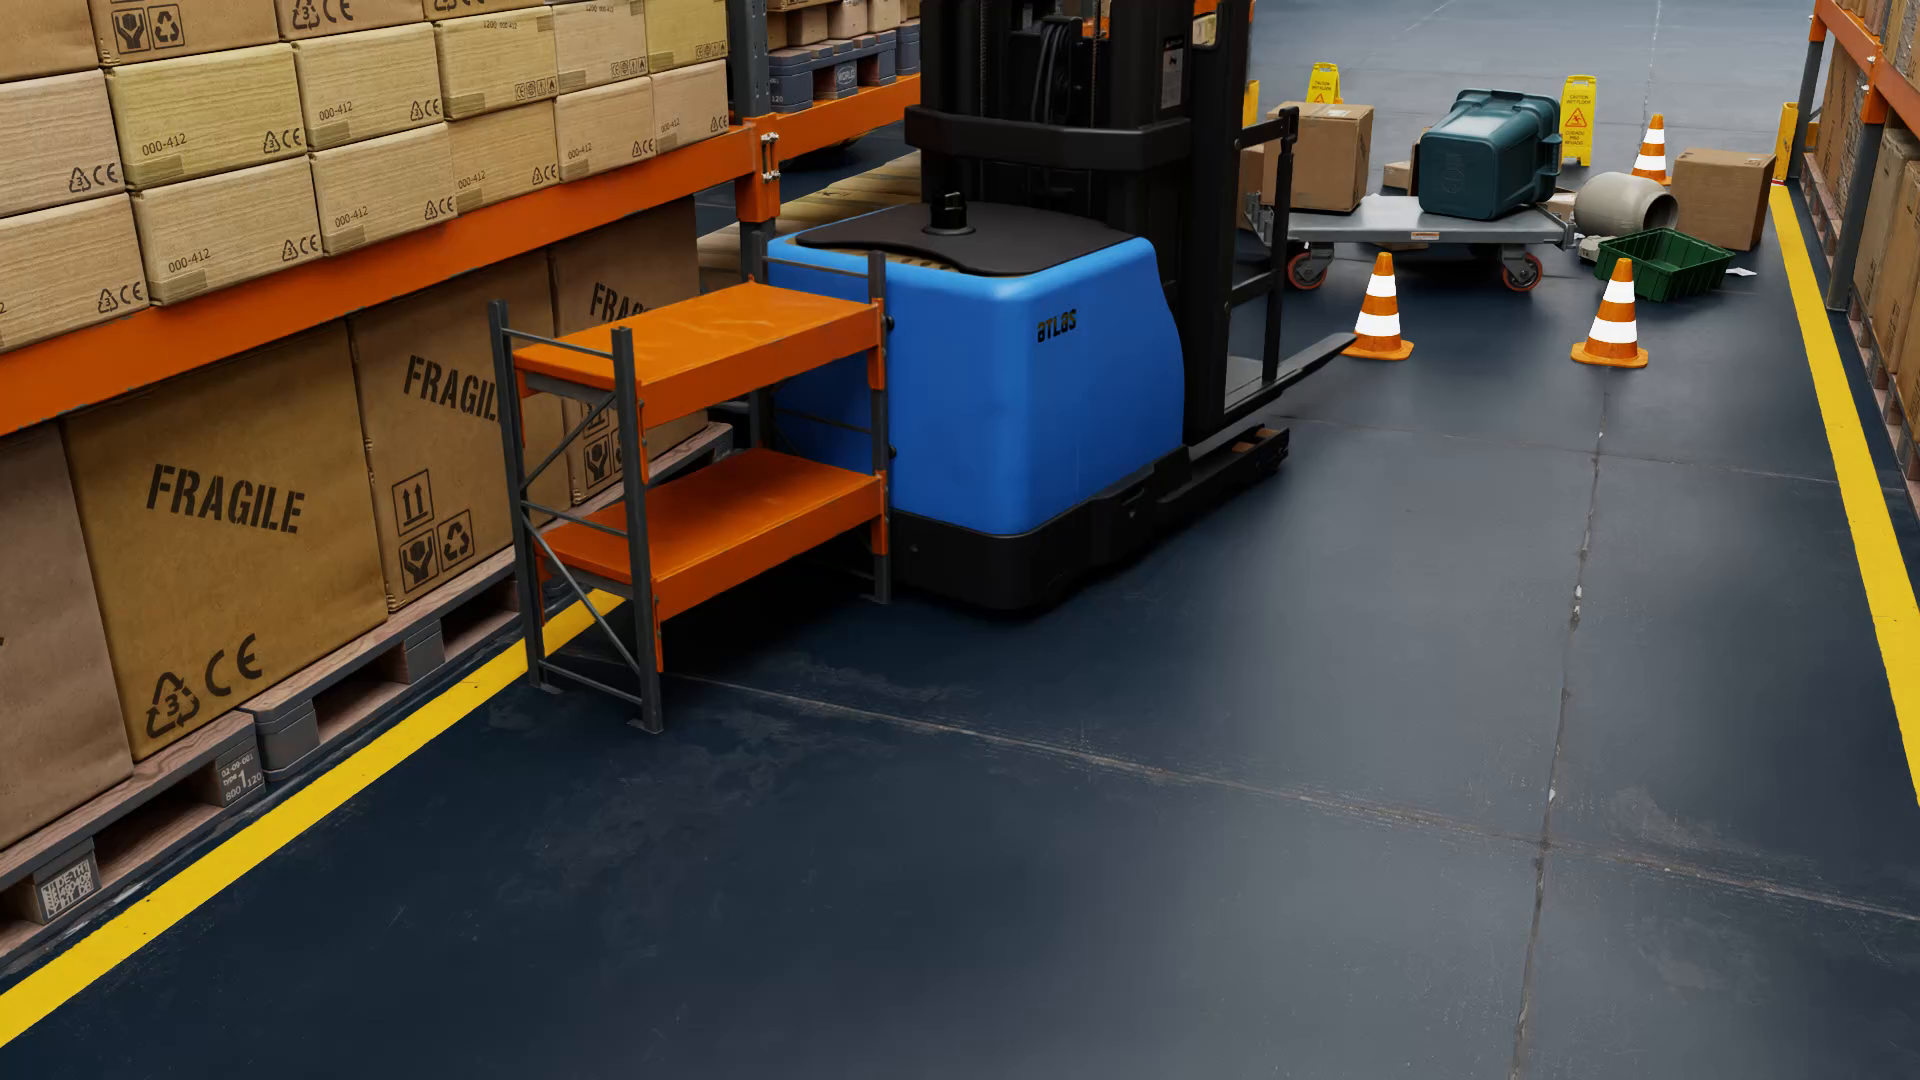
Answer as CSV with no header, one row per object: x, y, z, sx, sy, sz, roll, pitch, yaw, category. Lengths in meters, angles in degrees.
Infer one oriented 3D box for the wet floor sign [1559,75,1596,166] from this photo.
4.610,-3.150,12.454,0.267,0.644,0.232,5,23,11,wet floor sign

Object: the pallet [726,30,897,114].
-1.001,-1.934,6.737,1.213,0.211,1.003,9,24,20,pallet

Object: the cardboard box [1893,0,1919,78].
4.320,-2.227,7.060,0.500,0.500,0.500,9,24,20,cardboard box

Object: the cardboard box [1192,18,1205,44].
1.479,-3.537,11.534,0.380,0.149,0.250,10,25,22,cardboard box

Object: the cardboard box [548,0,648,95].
-1.298,-1.520,5.043,0.500,0.250,0.500,8,24,19,cardboard box

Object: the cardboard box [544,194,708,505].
-1.501,-0.730,5.818,0.875,0.875,0.875,9,24,20,cardboard box

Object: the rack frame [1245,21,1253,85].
1.804,-4.615,12.907,1.000,3.000,0.127,9,24,20,rack frame

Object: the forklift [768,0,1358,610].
0.609,-1.650,5.898,1.130,2.935,3.031,15,27,32,forklift

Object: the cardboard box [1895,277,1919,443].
4.097,-0.754,6.037,1.050,0.750,0.750,9,24,21,cardboard box

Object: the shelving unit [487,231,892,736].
-0.723,-0.210,4.794,0.538,1.125,1.048,15,27,32,shelving unit

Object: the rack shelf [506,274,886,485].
-0.723,-0.480,4.681,0.538,0.278,1.000,15,27,32,rack shelf

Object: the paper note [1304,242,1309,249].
2.099,-1.759,9.921,0.148,0.019,0.142,9,24,20,paper note

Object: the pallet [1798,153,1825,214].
6.213,-2.358,11.122,1.003,0.211,1.213,9,24,20,pallet

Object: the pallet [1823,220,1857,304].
5.307,-1.485,9.032,1.003,0.211,1.213,9,24,20,pallet

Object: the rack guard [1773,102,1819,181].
6.447,-2.798,11.799,1.175,0.500,0.348,9,24,20,rack guard

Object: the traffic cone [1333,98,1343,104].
2.842,-3.106,12.585,0.336,0.463,0.334,9,24,20,traffic cone

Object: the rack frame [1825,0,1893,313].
4.952,-2.511,7.870,1.000,3.000,0.127,9,24,20,rack frame

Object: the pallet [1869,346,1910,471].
4.284,-0.499,6.672,1.003,0.211,1.213,9,24,20,pallet

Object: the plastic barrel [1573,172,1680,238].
3.949,-1.948,9.864,0.421,0.421,0.512,-12,25,-26,plastic barrel

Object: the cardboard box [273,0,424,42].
-1.685,-1.496,4.012,0.500,0.500,0.500,8,24,19,cardboard box

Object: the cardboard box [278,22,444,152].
-1.662,-1.148,4.153,0.500,0.250,0.500,8,24,18,cardboard box

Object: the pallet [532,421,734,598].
-1.530,-0.194,5.941,1.003,0.211,1.213,9,24,20,pallet

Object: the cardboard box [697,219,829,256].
-0.681,-1.199,7.594,0.950,0.372,0.625,8,24,19,cardboard box

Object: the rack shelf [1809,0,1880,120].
5.695,-2.895,9.722,1.077,0.370,4.000,9,24,20,rack shelf

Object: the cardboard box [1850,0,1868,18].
5.675,-3.294,9.551,0.875,0.550,0.500,9,24,20,cardboard box

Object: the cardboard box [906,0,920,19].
-0.386,-2.407,7.402,0.380,0.149,0.250,10,25,22,cardboard box

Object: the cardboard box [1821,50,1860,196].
5.922,-2.589,10.267,0.875,0.875,0.875,8,24,19,cardboard box

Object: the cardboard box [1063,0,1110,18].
0.733,-3.134,9.688,0.380,0.149,0.250,9,24,20,cardboard box

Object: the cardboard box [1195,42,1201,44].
1.364,-3.195,11.557,0.500,0.500,0.500,8,24,19,cardboard box

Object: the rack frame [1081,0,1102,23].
0.319,-3.184,9.480,1.000,3.000,0.127,9,24,20,rack frame

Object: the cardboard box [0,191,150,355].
-2.054,-0.557,3.385,0.500,0.250,0.500,8,24,19,cardboard box

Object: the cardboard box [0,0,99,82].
-2.059,-1.131,3.138,0.500,0.500,0.500,9,24,20,cardboard box

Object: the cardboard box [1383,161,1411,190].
3.193,-2.542,11.642,0.250,0.149,0.380,-17,28,-35,cardboard box

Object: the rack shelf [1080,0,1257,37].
1.061,-3.567,11.332,1.077,0.370,4.000,9,24,20,rack shelf

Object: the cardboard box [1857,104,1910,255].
5.251,-1.939,8.713,0.875,0.875,0.875,9,24,21,cardboard box

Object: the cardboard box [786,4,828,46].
-0.738,-2.016,6.466,0.380,0.149,0.250,7,24,17,cardboard box

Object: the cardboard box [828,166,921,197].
-0.138,-1.719,8.838,0.950,0.372,0.625,10,25,23,cardboard box

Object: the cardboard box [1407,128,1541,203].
3.163,-2.199,10.185,0.797,0.637,0.503,9,24,20,cardboard box

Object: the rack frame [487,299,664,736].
-1.016,-0.050,4.411,0.500,1.125,0.032,15,27,32,rack frame

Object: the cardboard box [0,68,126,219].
-2.060,-0.790,3.295,0.500,0.250,0.500,9,24,21,cardboard box

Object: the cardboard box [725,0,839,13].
-0.785,-2.257,6.202,0.500,0.500,0.500,8,24,19,cardboard box

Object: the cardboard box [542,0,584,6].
-1.299,-1.852,4.866,0.500,0.500,0.500,9,24,21,cardboard box

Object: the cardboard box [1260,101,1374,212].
1.982,-2.135,9.231,0.500,0.500,0.500,9,24,20,cardboard box

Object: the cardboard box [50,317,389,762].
-2.169,-0.092,4.290,0.875,0.875,0.875,10,24,22,cardboard box

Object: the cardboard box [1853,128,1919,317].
4.805,-1.432,7.660,1.050,0.750,0.750,9,24,20,cardboard box

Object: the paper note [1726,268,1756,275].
4.361,-1.512,9.328,0.147,0.020,0.142,-7,24,-17,paper note

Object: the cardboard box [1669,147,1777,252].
4.576,-2.061,10.033,0.500,0.500,0.500,13,26,29,cardboard box

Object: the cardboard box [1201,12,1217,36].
1.675,-3.720,11.973,0.380,0.149,0.250,10,24,22,cardboard box

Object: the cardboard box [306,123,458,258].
-1.654,-0.915,4.244,0.500,0.250,0.500,8,24,19,cardboard box

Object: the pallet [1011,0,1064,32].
-0.100,-2.842,8.912,1.003,0.211,1.213,9,24,20,pallet

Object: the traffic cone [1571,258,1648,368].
3.052,-1.077,7.727,0.336,0.463,0.334,9,24,20,traffic cone

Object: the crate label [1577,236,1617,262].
3.713,-1.659,9.544,0.298,0.136,0.250,-7,24,-17,crate label

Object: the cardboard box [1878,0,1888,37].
5.078,-2.714,8.161,0.875,0.550,0.550,9,24,20,cardboard box

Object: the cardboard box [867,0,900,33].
-0.472,-2.203,6.913,0.380,0.149,0.250,9,24,20,cardboard box

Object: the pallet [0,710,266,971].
-2.436,0.679,3.851,1.003,0.211,1.213,9,24,20,pallet

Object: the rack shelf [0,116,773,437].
-1.910,-0.705,4.478,1.077,0.370,4.000,9,24,20,rack shelf

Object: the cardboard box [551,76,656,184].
-1.289,-1.280,5.117,0.500,0.250,0.500,9,24,21,cardboard box
